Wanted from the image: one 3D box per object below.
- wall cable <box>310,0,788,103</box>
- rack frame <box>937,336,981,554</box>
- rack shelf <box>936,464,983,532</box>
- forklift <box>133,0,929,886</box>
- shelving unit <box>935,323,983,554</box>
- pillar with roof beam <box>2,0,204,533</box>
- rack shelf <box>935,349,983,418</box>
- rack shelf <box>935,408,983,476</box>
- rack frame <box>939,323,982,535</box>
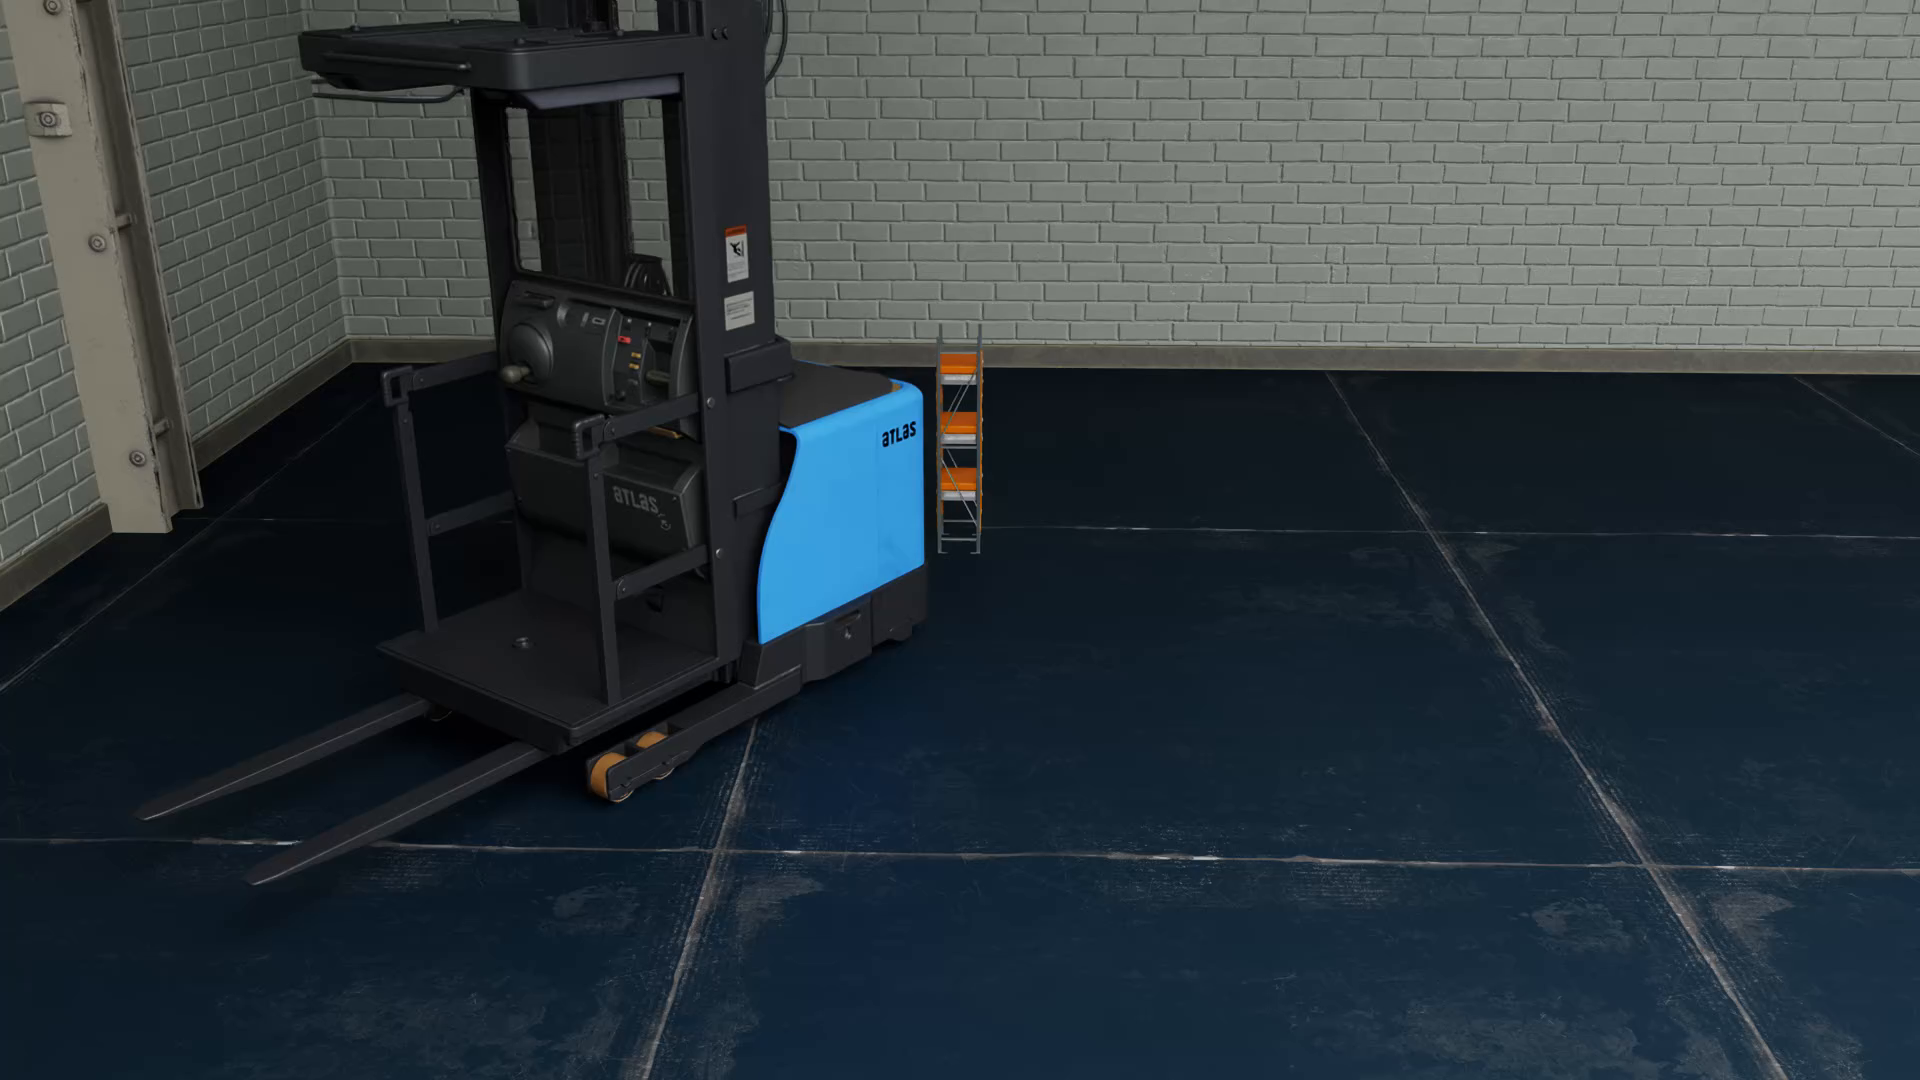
[{"bbox_3d":[-2.605,-3.906,9.949,3.097,2.526,0.112,1,21,2],"label":"wall cable"},{"bbox_3d":[-0.005,-0.426,7.675,0.200,1.050,0.008,1,21,2],"label":"rack frame"},{"bbox_3d":[-0.002,-0.201,7.894,0.215,0.259,0.240,1,21,2],"label":"rack shelf"},{"bbox_3d":[-1.416,-0.667,5.696,1.130,2.935,3.031,15,26,34],"label":"forklift"},{"bbox_3d":[-0.002,-0.470,7.789,0.215,1.050,0.252,1,21,2],"label":"shelving unit"},{"bbox_3d":[0.287,-4.256,6.558,9.100,9.000,0.400,1,21,2],"label":"pillar with roof beam"},{"bbox_3d":[-0.002,-0.725,7.690,0.215,0.259,0.240,1,21,2],"label":"rack shelf"},{"bbox_3d":[-0.002,-0.460,7.793,0.215,0.259,0.240,1,21,2],"label":"rack shelf"},{"bbox_3d":[0.002,-0.514,7.903,0.200,1.050,0.008,1,21,2],"label":"rack frame"}]
